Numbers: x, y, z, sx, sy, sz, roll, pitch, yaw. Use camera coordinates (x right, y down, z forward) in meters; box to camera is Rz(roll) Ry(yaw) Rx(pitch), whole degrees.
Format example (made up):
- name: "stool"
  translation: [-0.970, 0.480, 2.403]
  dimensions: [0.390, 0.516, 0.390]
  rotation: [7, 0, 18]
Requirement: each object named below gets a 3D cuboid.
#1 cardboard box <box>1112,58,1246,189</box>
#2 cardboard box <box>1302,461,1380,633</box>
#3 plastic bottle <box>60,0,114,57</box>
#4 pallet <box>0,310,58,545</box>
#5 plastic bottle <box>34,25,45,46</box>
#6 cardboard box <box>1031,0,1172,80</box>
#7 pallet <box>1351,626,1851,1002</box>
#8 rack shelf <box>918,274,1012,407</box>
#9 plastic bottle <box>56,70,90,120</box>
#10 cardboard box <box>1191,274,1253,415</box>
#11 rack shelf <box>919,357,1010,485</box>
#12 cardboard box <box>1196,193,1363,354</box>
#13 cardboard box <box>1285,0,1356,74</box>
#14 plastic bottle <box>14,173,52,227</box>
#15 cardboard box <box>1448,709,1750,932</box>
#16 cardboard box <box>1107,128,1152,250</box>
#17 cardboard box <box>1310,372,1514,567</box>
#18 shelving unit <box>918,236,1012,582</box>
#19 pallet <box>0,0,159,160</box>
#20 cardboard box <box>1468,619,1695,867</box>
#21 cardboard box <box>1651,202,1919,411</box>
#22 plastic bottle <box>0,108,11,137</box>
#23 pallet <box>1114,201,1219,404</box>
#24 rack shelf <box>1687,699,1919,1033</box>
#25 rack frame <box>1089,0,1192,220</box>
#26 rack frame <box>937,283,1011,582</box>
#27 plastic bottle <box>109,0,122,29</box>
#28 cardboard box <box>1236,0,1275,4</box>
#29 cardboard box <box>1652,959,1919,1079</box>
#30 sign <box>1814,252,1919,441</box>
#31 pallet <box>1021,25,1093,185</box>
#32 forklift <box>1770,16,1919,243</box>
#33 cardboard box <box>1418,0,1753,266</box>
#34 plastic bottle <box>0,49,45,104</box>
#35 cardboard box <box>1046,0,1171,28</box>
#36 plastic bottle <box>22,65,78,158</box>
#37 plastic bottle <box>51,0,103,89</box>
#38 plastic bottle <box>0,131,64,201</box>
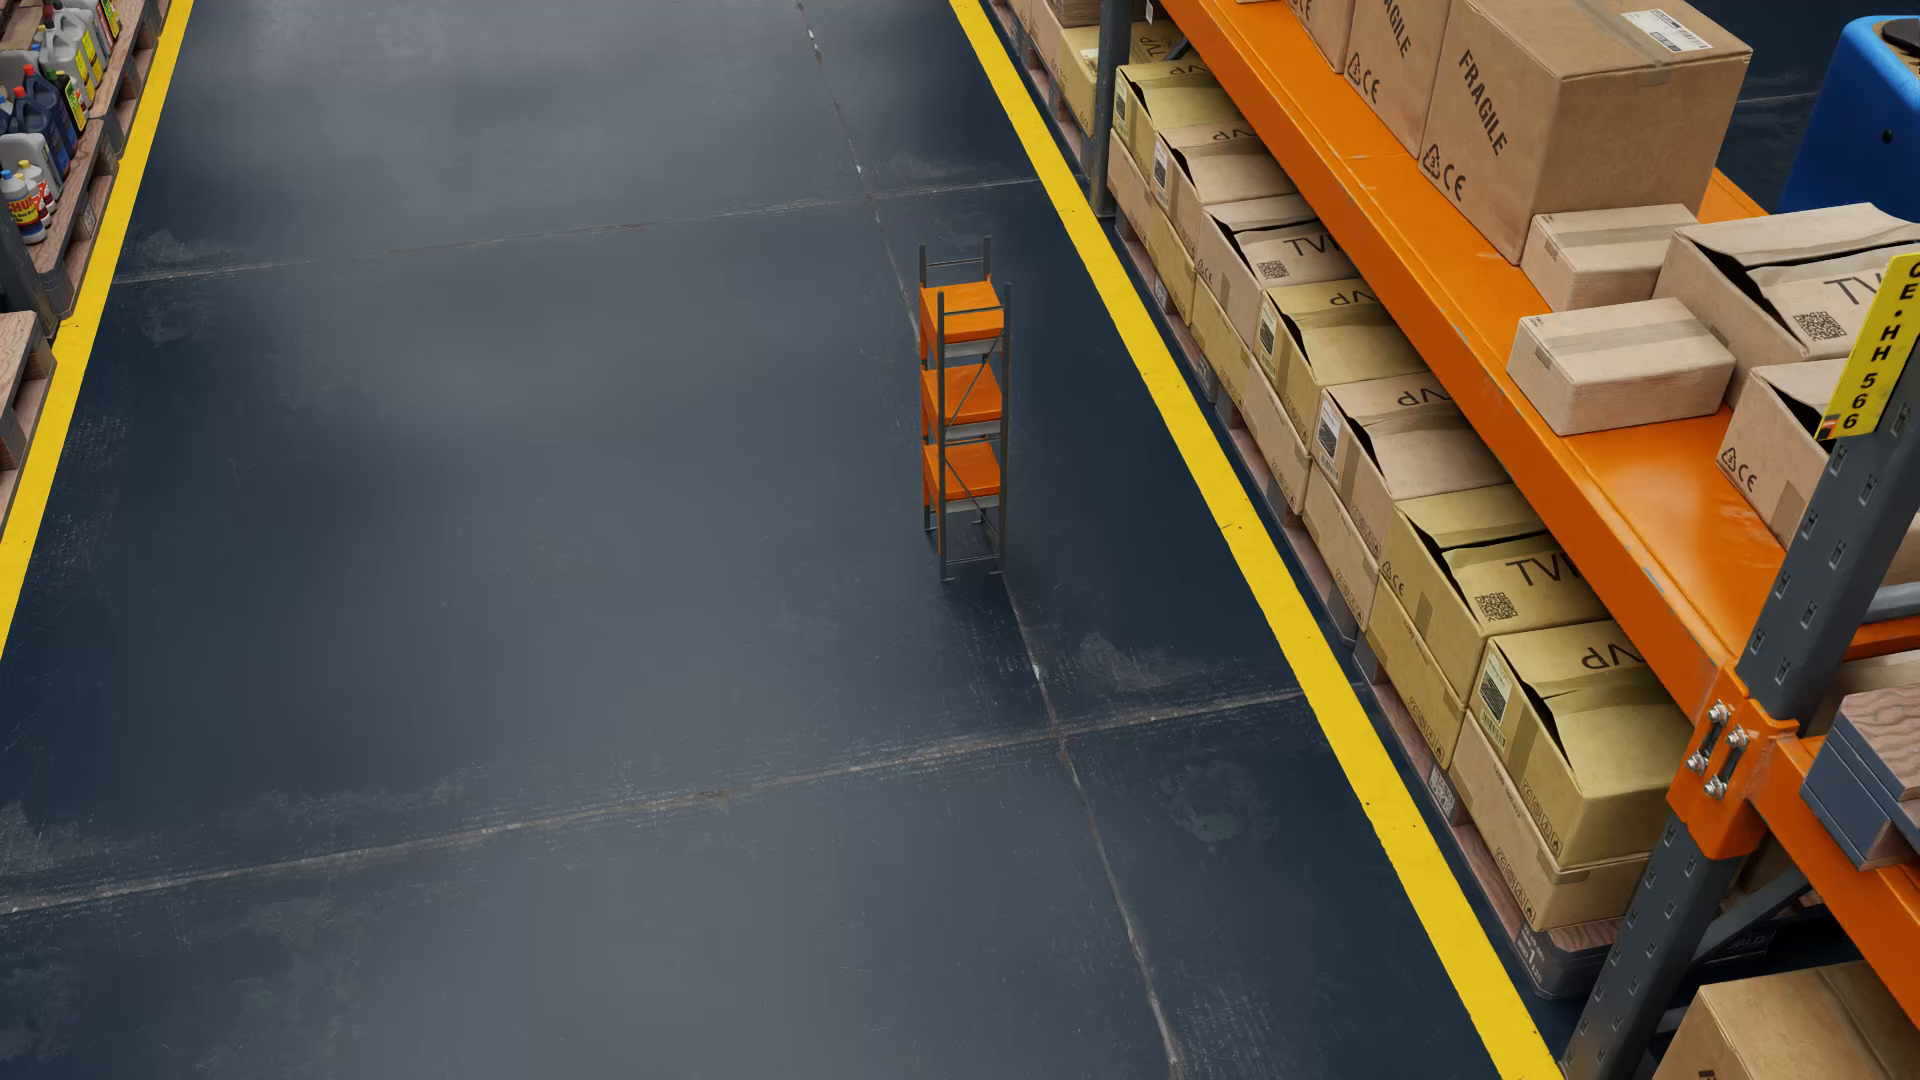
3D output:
- name: "cardboard box"
  translation: [0.874, -1.557, 6.077]
  dimensions: [0.500, 0.311, 0.500]
  rotation: [-8, 42, -9]
- name: "cardboard box"
  translation: [1.320, -0.024, 4.773]
  dimensions: [0.500, 0.250, 0.500]
  rotation: [-7, 42, -8]
- name: "plastic bottle"
  translation: [-3.820, -2.259, 7.255]
  dimensions: [0.152, 0.276, 0.135]
  rotation: [-8, 42, -9]
- name: "pallet"
  translation: [-3.602, -0.269, 5.394]
  dimensions: [1.003, 0.211, 1.213]
  rotation: [-8, 42, -9]
- name: "plastic bottle"
  translation: [-3.908, -2.111, 7.145]
  dimensions: [0.097, 0.201, 0.097]
  rotation: [0, 42, 0]
- name: "cardboard box"
  translation: [0.617, -2.246, 7.275]
  dimensions: [0.500, 0.250, 0.500]
  rotation: [-8, 42, -9]
- name: "pallet"
  translation: [1.752, 0.574, 4.444]
  dimensions: [1.003, 0.211, 1.213]
  rotation: [-8, 42, -9]
- name: "rack shelf"
  translation: [0.012, -0.562, 4.681]
  dimensions: [0.215, 0.259, 0.240]
  rotation: [-8, 42, -9]
- name: "plastic bottle"
  translation: [-3.657, -1.825, 6.823]
  dimensions: [0.097, 0.201, 0.097]
  rotation: [0, 42, 0]
- name: "cardboard box"
  translation: [1.097, -0.687, 5.520]
  dimensions: [0.500, 0.250, 0.500]
  rotation: [-10, 42, -11]
- name: "rack shelf"
  translation: [0.012, -0.350, 4.869]
  dimensions: [0.215, 0.259, 0.240]
  rotation: [-8, 42, -9]
- name: "cardboard box"
  translation: [1.090, -0.897, 5.333]
  dimensions: [0.500, 0.311, 0.500]
  rotation: [-10, 43, -11]
- name: "cardboard box"
  translation: [1.292, -1.718, 4.851]
  dimensions: [0.500, 0.500, 0.500]
  rotation: [-6, 42, -6]
- name: "plastic bottle"
  translation: [-3.472, -1.268, 6.196]
  dimensions: [0.097, 0.201, 0.097]
  rotation: [0, 42, 0]
- name: "cardboard box"
  translation: [1.540, 0.636, 4.029]
  dimensions: [0.500, 0.250, 0.500]
  rotation: [-7, 42, -8]
- name: "cardboard box"
  translation: [0.874, -1.354, 6.271]
  dimensions: [0.500, 0.250, 0.500]
  rotation: [-9, 42, -10]
- name: "cardboard box"
  translation: [1.314, -0.236, 4.589]
  dimensions: [0.500, 0.311, 0.500]
  rotation: [-9, 42, -10]
- name: "shelving unit"
  translation: [0.012, -0.358, 4.862]
  dimensions: [0.215, 1.050, 0.252]
  rotation: [-8, 42, -9]
- name: "pallet"
  translation: [-4.180, -2.006, 7.351]
  dimensions: [1.003, 0.211, 1.213]
  rotation: [-8, 42, -9]
- name: "cardboard box"
  translation: [1.538, 0.428, 3.841]
  dimensions: [0.500, 0.311, 0.500]
  rotation: [-7, 42, -8]
- name: "cardboard box"
  translation: [1.888, -0.504, 3.625]
  dimensions: [0.500, 0.311, 0.500]
  rotation: [-9, 42, -10]
- name: "plastic bottle"
  translation: [-3.719, -1.551, 6.402]
  dimensions: [0.144, 0.351, 0.185]
  rotation: [-8, 42, -9]
- name: "pallet"
  translation: [1.226, -1.008, 6.226]
  dimensions: [1.003, 0.211, 1.213]
  rotation: [-8, 42, -9]
- name: "rack shelf"
  translation: [2.323, 1.636, 1.689]
  dimensions: [1.077, 0.370, 4.000]
  rotation: [-8, 42, -9]
- name: "rack frame"
  translation: [1.028, -2.522, 5.832]
  dimensions: [1.000, 3.000, 0.127]
  rotation: [-8, 42, -9]
- name: "rack frame"
  translation: [0.038, -0.279, 4.773]
  dimensions: [0.200, 1.050, 0.008]
  rotation: [-8, 42, -9]
- name: "plastic bottle"
  translation: [-3.848, -2.398, 7.469]
  dimensions: [0.097, 0.201, 0.097]
  rotation: [0, 42, 0]
- name: "cardboard box"
  translation: [1.020, -1.825, 5.235]
  dimensions: [0.380, 0.149, 0.250]
  rotation: [-8, 42, -9]
- name: "cardboard box"
  translation: [1.711, 1.177, 3.216]
  dimensions: [0.500, 0.500, 0.500]
  rotation: [-7, 42, -7]
- name: "sign"
  translation: [1.351, -0.281, 2.435]
  dimensions: [0.100, 0.325, 0.005]
  rotation: [-8, 42, -9]
- name: "pallet"
  translation: [0.898, -2.001, 7.345]
  dimensions: [1.003, 0.211, 1.213]
  rotation: [-8, 42, -9]
- name: "forklift"
  translation: [4.491, -1.755, 5.019]
  dimensions: [3.031, 2.935, 1.130]
  rotation: [0, 42, 0]
- name: "cardboard box"
  translation: [1.514, -1.052, 4.101]
  dimensions: [0.500, 0.500, 0.500]
  rotation: [-10, 43, -12]
- name: "plastic bottle"
  translation: [-3.850, -1.904, 6.856]
  dimensions: [0.152, 0.276, 0.135]
  rotation: [-8, 42, -9]
- name: "cardboard box"
  translation: [0.618, -2.527, 7.027]
  dimensions: [0.500, 0.500, 0.500]
  rotation: [-8, 42, -9]
- name: "plastic bottle"
  translation: [-3.619, -1.694, 6.563]
  dimensions: [0.144, 0.351, 0.185]
  rotation: [-10, 43, -11]
- name: "plastic bottle"
  translation: [-3.751, -2.090, 7.009]
  dimensions: [0.144, 0.351, 0.185]
  rotation: [-7, 42, -8]
- name: "plastic bottle"
  translation: [-3.546, -1.436, 6.328]
  dimensions: [0.152, 0.276, 0.135]
  rotation: [-7, 42, -8]
